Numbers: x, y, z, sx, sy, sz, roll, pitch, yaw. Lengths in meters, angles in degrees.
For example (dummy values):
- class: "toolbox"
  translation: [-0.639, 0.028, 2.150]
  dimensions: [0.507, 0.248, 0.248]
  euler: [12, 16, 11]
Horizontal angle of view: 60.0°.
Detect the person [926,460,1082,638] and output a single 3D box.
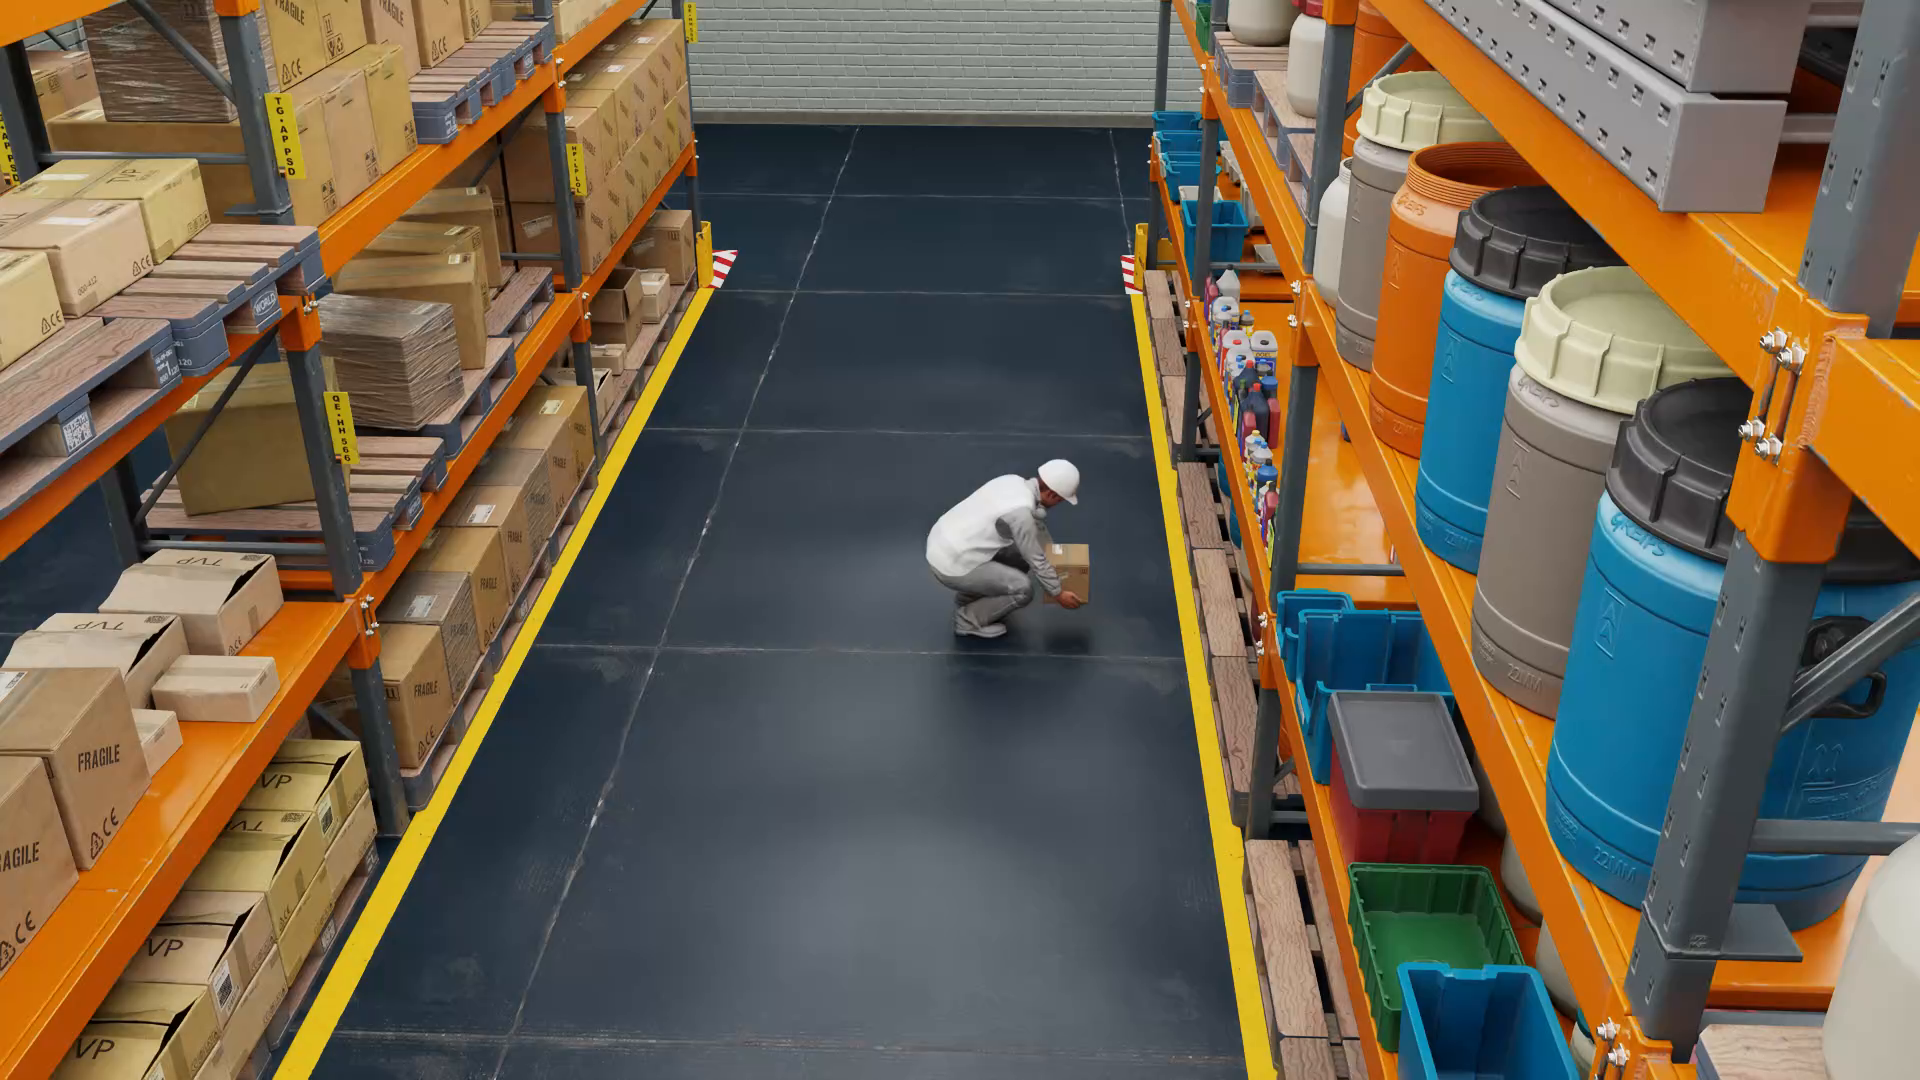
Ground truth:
- class: "person"
  translation: [0.252, 0.025, 9.384]
  dimensions: [0.878, 1.000, 0.536]
  euler: [1, 28, 2]
